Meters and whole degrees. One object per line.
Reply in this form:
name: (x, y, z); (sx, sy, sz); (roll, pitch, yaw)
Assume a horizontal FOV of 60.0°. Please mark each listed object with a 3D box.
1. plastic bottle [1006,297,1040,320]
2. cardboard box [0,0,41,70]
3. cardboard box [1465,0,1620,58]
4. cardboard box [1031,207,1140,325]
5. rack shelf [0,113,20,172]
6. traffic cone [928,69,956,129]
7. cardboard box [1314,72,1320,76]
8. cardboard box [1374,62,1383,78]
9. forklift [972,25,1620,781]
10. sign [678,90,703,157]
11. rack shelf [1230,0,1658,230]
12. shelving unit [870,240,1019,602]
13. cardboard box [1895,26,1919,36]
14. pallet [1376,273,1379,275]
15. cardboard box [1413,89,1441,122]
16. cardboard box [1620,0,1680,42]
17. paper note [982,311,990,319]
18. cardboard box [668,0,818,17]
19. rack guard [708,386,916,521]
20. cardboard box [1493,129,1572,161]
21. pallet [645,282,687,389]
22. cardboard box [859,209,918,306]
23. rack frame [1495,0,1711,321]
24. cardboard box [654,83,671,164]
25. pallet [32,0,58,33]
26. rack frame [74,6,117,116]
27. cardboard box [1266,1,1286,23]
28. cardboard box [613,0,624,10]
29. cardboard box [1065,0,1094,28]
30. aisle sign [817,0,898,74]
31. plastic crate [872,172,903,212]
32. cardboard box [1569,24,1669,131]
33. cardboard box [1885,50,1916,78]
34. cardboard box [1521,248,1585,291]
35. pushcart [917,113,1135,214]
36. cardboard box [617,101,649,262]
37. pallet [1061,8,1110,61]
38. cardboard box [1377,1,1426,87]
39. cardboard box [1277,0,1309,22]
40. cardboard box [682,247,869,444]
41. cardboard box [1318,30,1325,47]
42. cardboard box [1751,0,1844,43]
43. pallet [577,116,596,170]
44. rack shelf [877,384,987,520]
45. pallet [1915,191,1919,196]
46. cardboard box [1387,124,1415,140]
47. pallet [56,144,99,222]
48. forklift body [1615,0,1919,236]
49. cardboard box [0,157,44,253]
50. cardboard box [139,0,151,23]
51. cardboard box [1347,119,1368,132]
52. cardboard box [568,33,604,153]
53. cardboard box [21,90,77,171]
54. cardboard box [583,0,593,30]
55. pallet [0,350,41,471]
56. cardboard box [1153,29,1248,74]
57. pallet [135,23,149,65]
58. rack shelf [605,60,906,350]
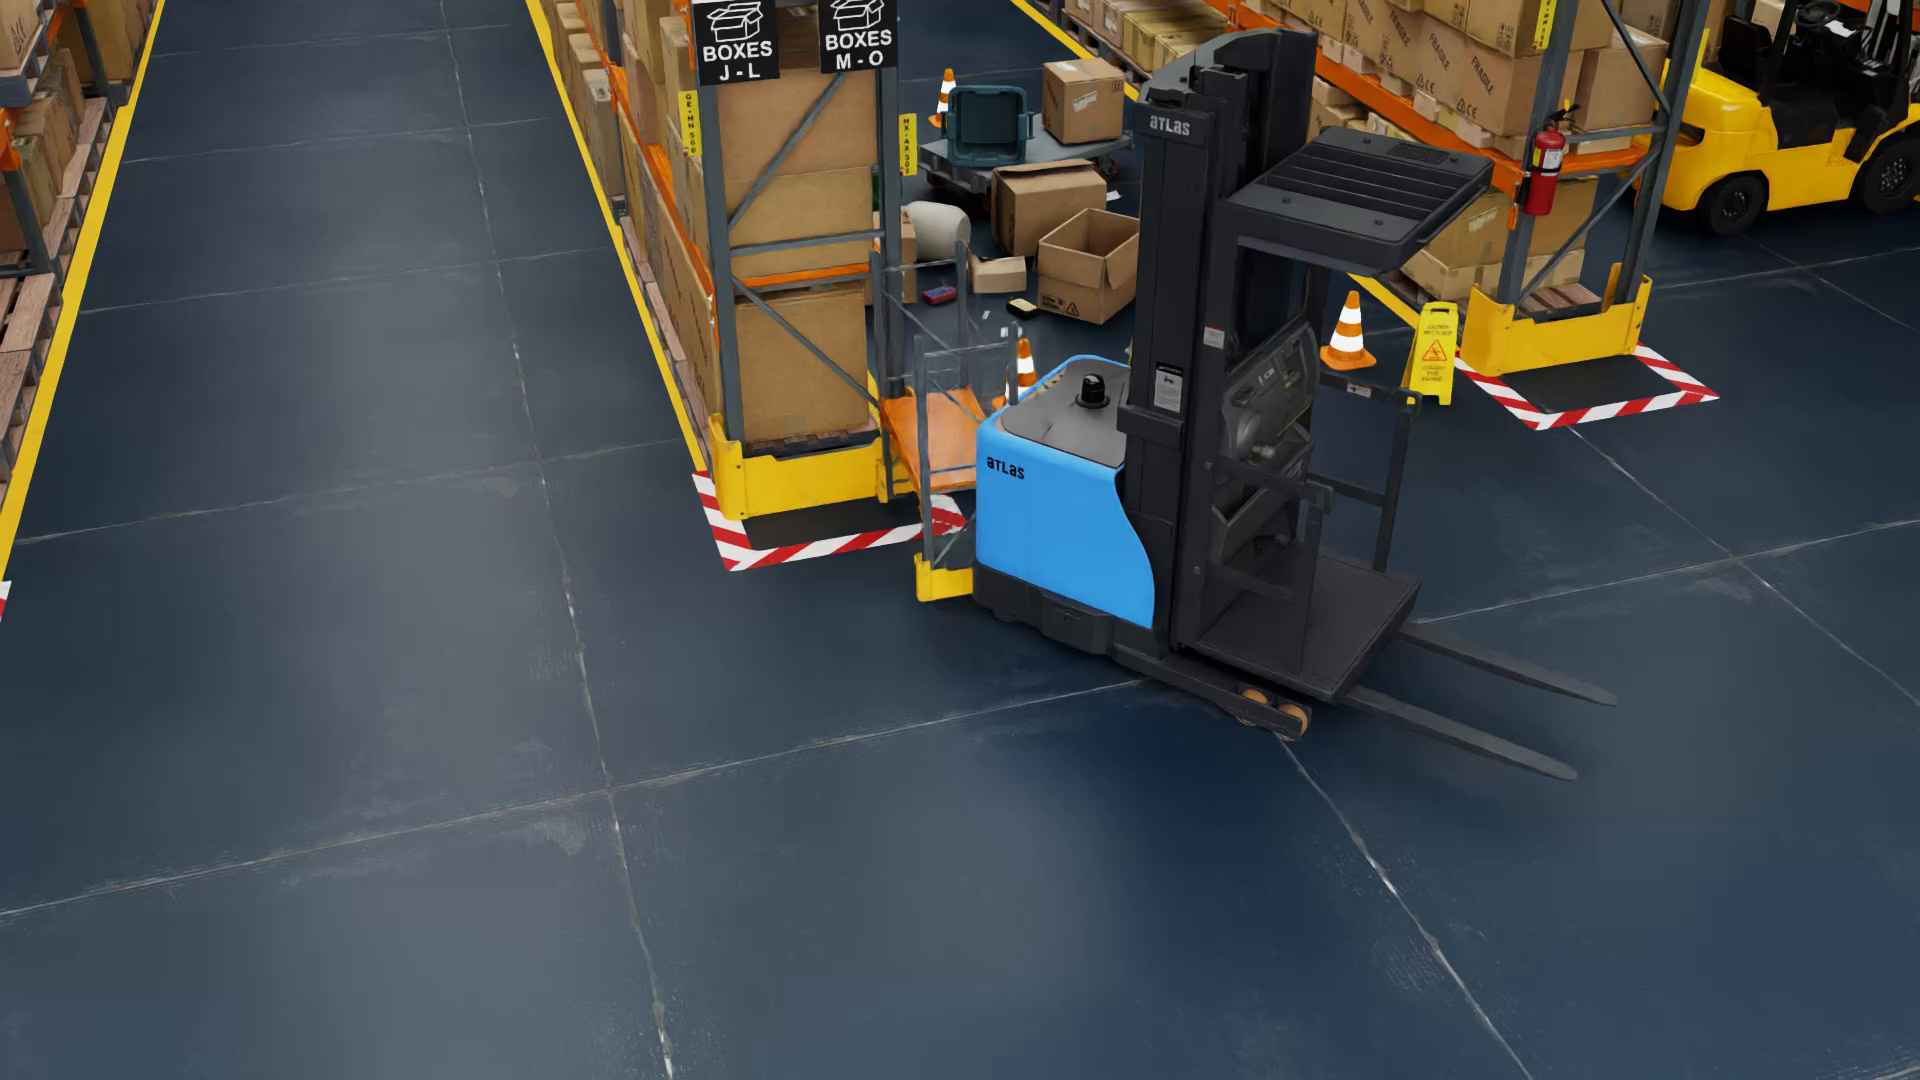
plastic bottle: (0.411, -1.601, 11.437); (0.133, 0.061, 0.283); (-23, 40, -31)
cardboard box: (-6.886, -3.736, 11.078); (1.000, 1.000, 1.000); (-10, 35, -14)
cardboard box: (3.517, -3.251, 10.001); (0.700, 0.500, 0.500); (-11, 35, -16)
cardboard box: (0.934, -1.891, 11.475); (0.637, 0.503, 0.797); (19, 38, 26)
rack shelf: (-6.167, -1.520, 9.301); (1.077, 0.370, 4.000); (-10, 35, -15)
traffic cone: (-0.092, -3.878, 14.518); (0.336, 0.463, 0.334); (-10, 35, -15)
cardboard box: (2.723, -3.448, 12.411); (0.380, 0.149, 0.250); (-9, 34, -13)
cardboard box: (3.115, -3.298, 11.567); (0.380, 0.149, 0.250); (-10, 35, -15)
forklift: (1.567, -0.632, 7.367); (3.031, 2.935, 1.130); (21, 39, 28)
sign: (-1.324, -2.049, 8.184); (0.100, 0.325, 0.005); (-10, 35, -15)
rack shelf: (3.270, -3.186, 11.823); (1.077, 0.370, 4.000); (-10, 35, -15)
shelving unit: (-0.077, -0.634, 8.655); (0.587, 1.500, 1.083); (-9, 34, -11)
cardboard box: (8.031, -4.061, 13.701); (0.500, 0.250, 0.500); (-10, 35, -14)
pallet: (3.275, -2.385, 12.487); (1.003, 0.211, 1.213); (-10, 35, -15)
cardboard box: (3.215, -2.875, 10.927); (0.380, 0.149, 0.250); (-9, 35, -14)
cardboard box: (6.987, -5.238, 16.049); (0.875, 0.625, 0.625); (-10, 35, -15)
paper note: (0.178, -1.543, 11.395); (0.032, 0.001, 0.123); (7, 34, 10)
cardboard box: (-1.176, -2.855, 9.554); (0.875, 0.550, 0.550); (-10, 35, -15)
rack guard: (-0.795, -0.495, 9.366); (1.175, 0.500, 0.348); (-10, 35, -15)
cardboard box: (3.563, -2.492, 10.348); (0.380, 0.149, 0.250); (-9, 34, -13)
pallet: (-1.490, -1.433, 11.047); (1.003, 0.211, 1.213); (-10, 35, -15)
cardboard box: (-0.572, -1.967, 11.590); (0.500, 0.500, 0.500); (-4, 34, -6)
rack frame: (3.881, -2.436, 10.036); (1.000, 3.000, 0.127); (-10, 35, -15)
cardboard box: (-1.400, -2.672, 10.256); (0.875, 0.550, 0.500); (-10, 35, -15)
pallet: (-7.355, -3.858, 12.360); (1.003, 0.211, 1.213); (-10, 35, -15)
rack frame: (-7.997, -4.970, 13.870); (1.000, 3.000, 0.127); (-10, 35, -15)
cardboard box: (2.577, -4.088, 12.764); (0.380, 0.149, 0.250); (-9, 35, -13)
cardboard box: (-1.943, -3.965, 11.233); (0.875, 0.550, 0.550); (-10, 35, -15)
cardboard box: (1.603, -5.417, 16.549); (0.950, 0.372, 0.625); (-12, 35, -18)
aisle sign: (-0.495, -2.649, 7.999); (0.394, 0.787, 0.004); (-10, 35, -15)
plastic crate: (-0.722, -2.631, 12.828); (0.450, 0.188, 0.662); (-2, 32, 16)
cardboard box: (4.000, -2.897, 10.373); (0.500, 0.500, 0.500); (-11, 35, -15)
cardboard box: (7.697, -3.705, 13.162); (0.500, 0.250, 0.500); (-11, 35, -16)
cardboard box: (3.898, -1.934, 11.389); (0.500, 0.250, 0.500); (-10, 35, -15)
pushcart: (0.504, -3.033, 13.317); (1.648, 0.377, 0.936); (-23, 40, -31)
cardboard box: (-1.898, -2.598, 11.826); (0.875, 0.875, 0.875); (-9, 35, -14)
pallet: (1.677, -5.063, 16.539); (1.003, 0.211, 1.213); (-10, 35, -15)
cardboard box: (3.155, -3.368, 11.085); (0.500, 0.500, 0.500); (-10, 35, -15)
cardboard box: (2.704, -4.165, 12.291); (0.500, 0.500, 0.500); (-10, 35, -15)
cardboard box: (-1.073, -1.185, 9.688); (0.875, 0.875, 0.875); (-10, 35, -14)
cardboard box: (2.841, -3.684, 12.151); (0.380, 0.149, 0.250); (-10, 35, -15)
cardboard box: (7.235, -4.512, 14.382); (0.500, 0.250, 0.500); (-11, 35, -15)
pallet: (-2.706, -3.522, 14.208); (1.003, 0.211, 1.213); (-10, 35, -15)
rack shelf: (-0.070, -0.479, 8.746); (0.538, 0.185, 1.000); (-9, 34, -11)
pallet: (7.965, -3.144, 13.635); (1.003, 0.211, 1.213); (-10, 35, -15)
cardboard box: (3.138, -2.739, 11.338); (0.380, 0.149, 0.250); (-9, 35, -14)
pallet: (-7.392, -2.757, 13.050); (1.003, 0.211, 1.213); (-10, 35, -15)
forklift body: (6.291, -3.608, 12.578); (2.313, 2.155, 1.214); (-10, 35, -15)
cardboard box: (-6.944, -2.337, 11.753); (0.700, 0.500, 0.500); (-13, 36, -18)
cardboard box: (-8.730, -5.557, 16.305); (1.225, 0.875, 0.875); (-11, 35, -16)
cardboard box: (3.078, -2.694, 11.858); (0.500, 0.500, 0.500); (-11, 35, -16)
cardboard box: (-2.589, -3.705, 13.616); (1.050, 0.750, 0.750); (-10, 35, -15)
cardboard box: (-7.413, -3.177, 13.024); (0.700, 0.500, 0.500); (-7, 34, -11)
cardboard box: (-2.591, -4.187, 12.594); (0.500, 0.500, 0.500); (-10, 35, -15)
pallet: (-6.163, -0.718, 9.965); (1.003, 0.211, 1.213); (-10, 35, -15)
cardboard box: (2.275, -4.267, 14.809); (0.950, 0.372, 0.625); (-8, 34, -12)
pallet: (-8.535, -4.873, 16.252); (1.003, 0.211, 1.213); (-10, 35, -15)
rack shelf: (-1.413, -2.301, 10.483); (1.077, 0.370, 4.000); (-10, 35, -15)
